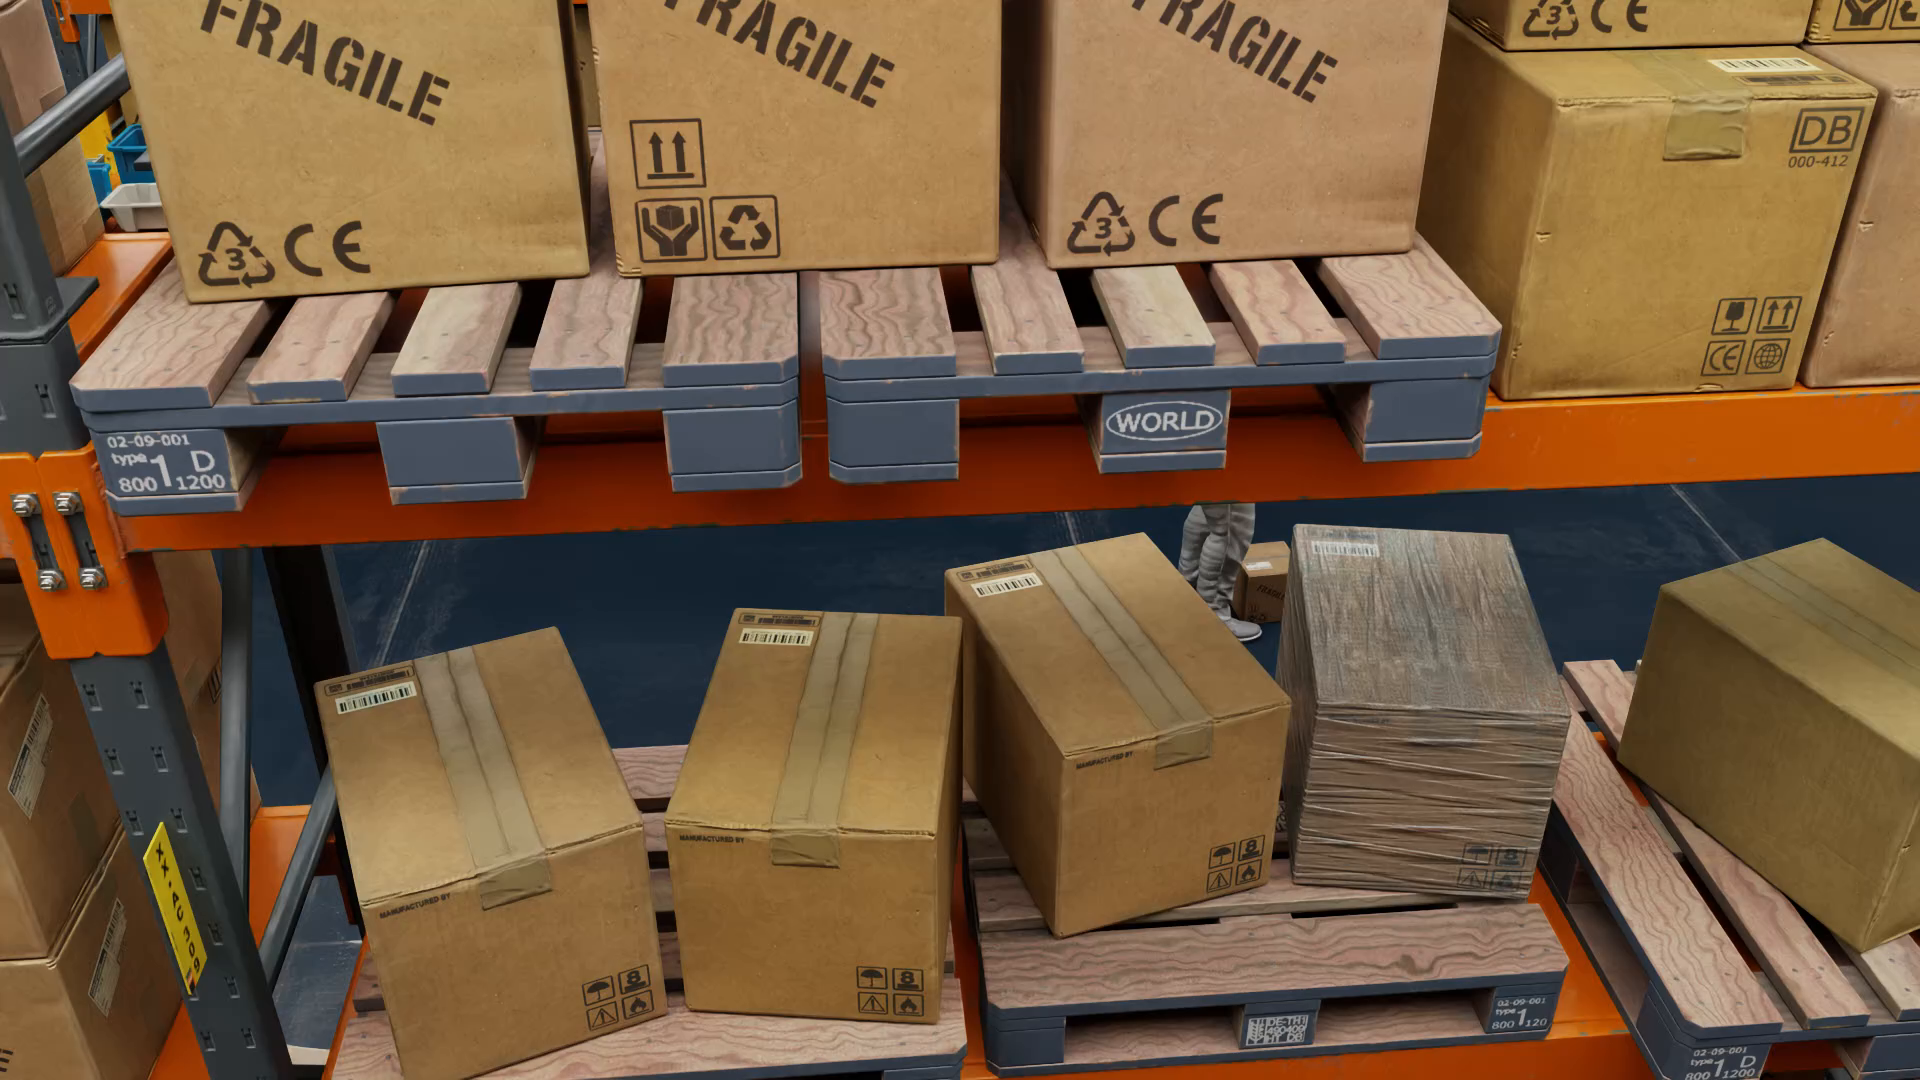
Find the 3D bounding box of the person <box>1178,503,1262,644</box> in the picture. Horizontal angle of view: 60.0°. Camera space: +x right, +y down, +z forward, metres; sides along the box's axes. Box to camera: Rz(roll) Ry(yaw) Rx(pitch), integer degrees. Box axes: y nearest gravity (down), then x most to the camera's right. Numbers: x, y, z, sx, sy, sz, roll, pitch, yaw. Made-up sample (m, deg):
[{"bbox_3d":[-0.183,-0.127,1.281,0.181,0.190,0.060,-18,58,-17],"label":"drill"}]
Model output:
[{"bbox_3d":[1.091,-0.407,6.798,0.468,1.666,0.537,-3,31,-4],"label":"person"}]
